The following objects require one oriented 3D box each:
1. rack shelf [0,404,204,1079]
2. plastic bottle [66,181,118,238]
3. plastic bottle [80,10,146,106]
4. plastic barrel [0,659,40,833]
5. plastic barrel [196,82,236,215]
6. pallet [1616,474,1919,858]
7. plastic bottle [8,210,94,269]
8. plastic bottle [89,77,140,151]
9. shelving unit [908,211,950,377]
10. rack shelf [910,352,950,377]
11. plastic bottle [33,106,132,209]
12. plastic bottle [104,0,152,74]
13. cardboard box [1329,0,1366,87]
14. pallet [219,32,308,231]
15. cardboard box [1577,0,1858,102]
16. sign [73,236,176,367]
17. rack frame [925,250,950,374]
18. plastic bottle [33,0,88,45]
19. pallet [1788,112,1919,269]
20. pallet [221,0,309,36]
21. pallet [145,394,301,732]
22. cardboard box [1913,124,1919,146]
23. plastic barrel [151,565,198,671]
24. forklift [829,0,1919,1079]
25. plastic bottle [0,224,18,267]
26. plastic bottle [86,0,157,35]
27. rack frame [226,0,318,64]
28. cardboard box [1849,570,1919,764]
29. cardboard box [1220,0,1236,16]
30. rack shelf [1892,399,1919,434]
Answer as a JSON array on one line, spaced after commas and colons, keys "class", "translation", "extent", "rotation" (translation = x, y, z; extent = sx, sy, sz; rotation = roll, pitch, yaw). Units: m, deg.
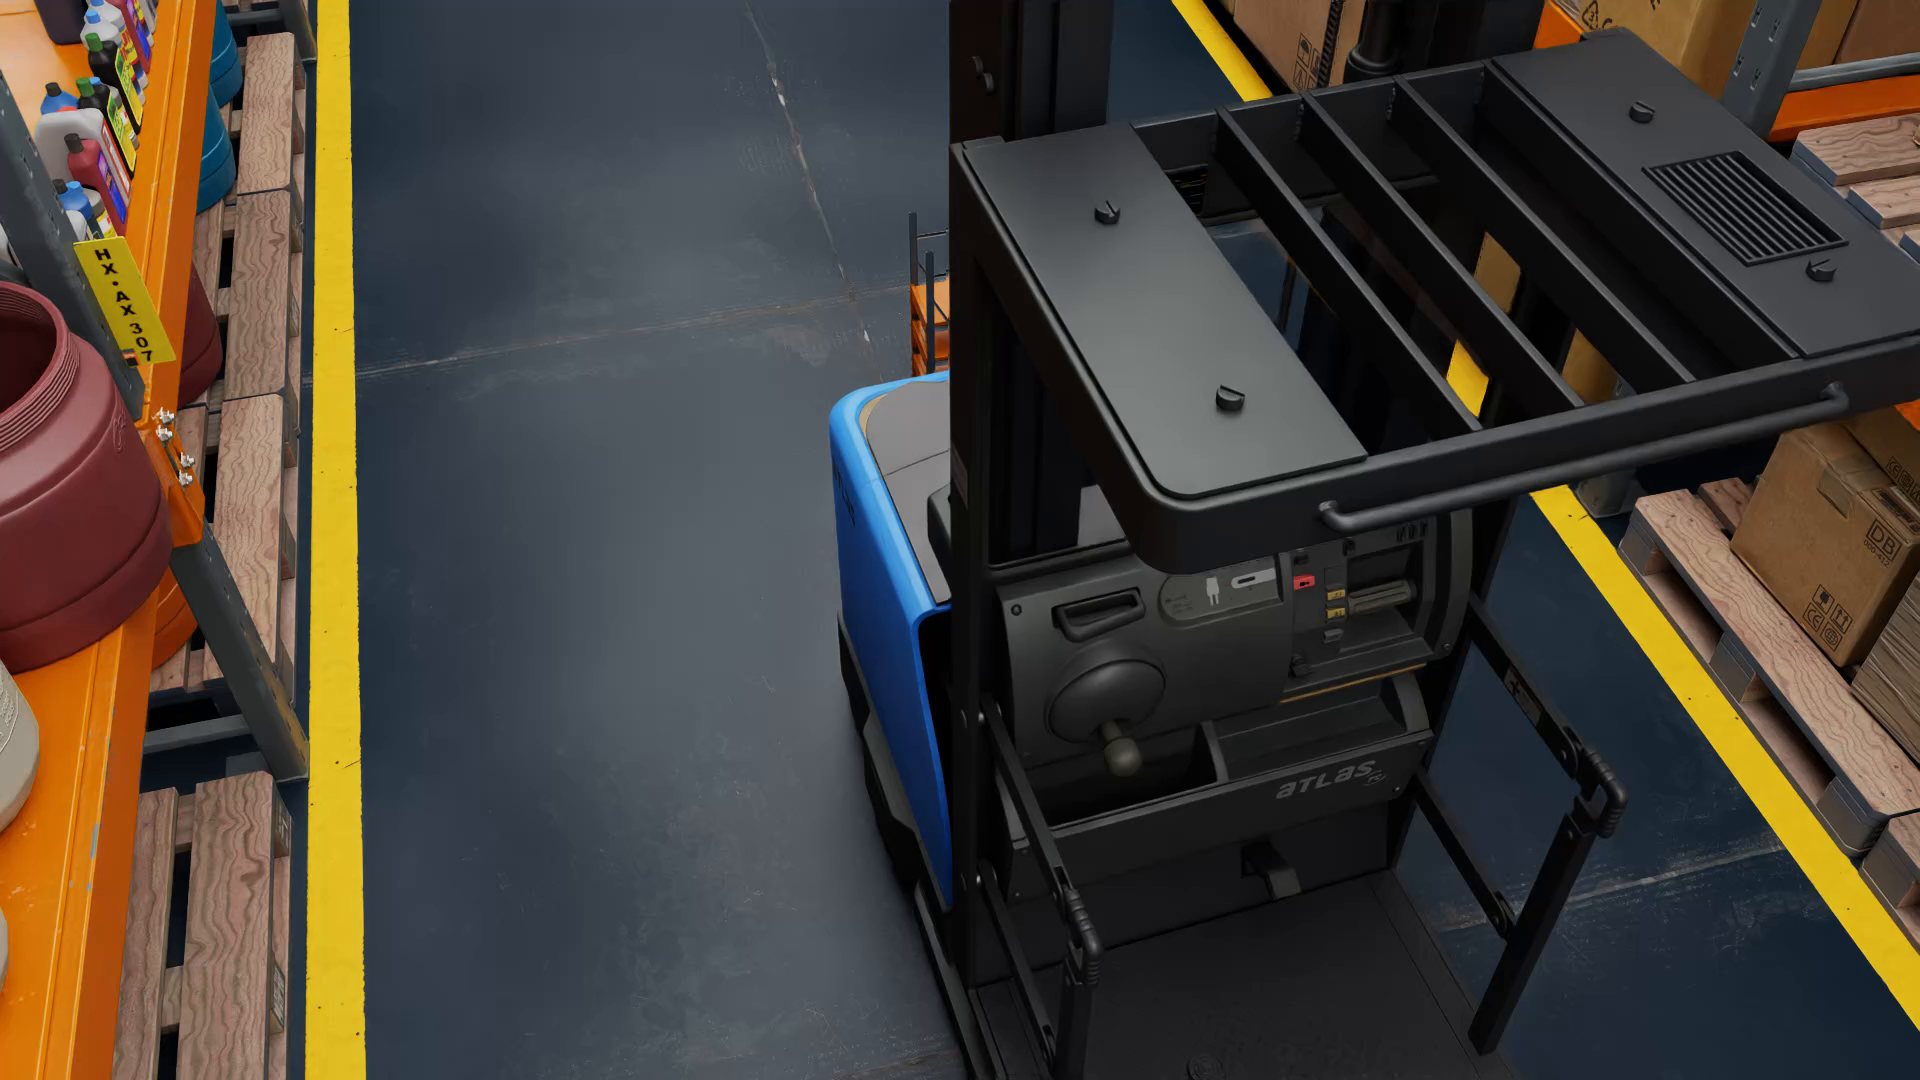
[{"class": "rack shelf", "translation": [-1.786, 1.294, 2.385], "extent": [1.077, 0.370, 4.000], "rotation": [-11, 47, -10]}, {"class": "plastic bottle", "translation": [-2.125, -0.779, 4.052], "extent": [0.097, 0.201, 0.097], "rotation": [0, 46, 0]}, {"class": "plastic bottle", "translation": [-2.311, -1.307, 4.521], "extent": [0.097, 0.271, 0.097], "rotation": [0, 46, 0]}, {"class": "plastic barrel", "translation": [-1.828, 0.294, 2.784], "extent": [0.421, 0.512, 0.421], "rotation": [0, 46, 0]}, {"class": "plastic barrel", "translation": [-3.018, -1.645, 5.937], "extent": [0.600, 0.901, 0.708], "rotation": [-11, 47, -10]}, {"class": "pallet", "translation": [2.688, 0.272, 4.836], "extent": [1.003, 0.211, 1.213], "rotation": [-11, 47, -10]}, {"class": "plastic bottle", "translation": [-2.096, -0.653, 3.877], "extent": [0.152, 0.276, 0.135], "rotation": [-11, 47, -10]}, {"class": "plastic bottle", "translation": [-2.252, -1.123, 4.390], "extent": [0.097, 0.201, 0.097], "rotation": [0, 46, 0]}, {"class": "shelving unit", "translation": [0.004, -0.410, 4.812], "extent": [0.258, 1.200, 0.189], "rotation": [-11, 47, -10]}, {"class": "rack shelf", "translation": [0.004, -0.463, 4.758], "extent": [0.258, 0.103, 0.180], "rotation": [-11, 47, -10]}, {"class": "plastic bottle", "translation": [-2.215, -0.972, 4.190], "extent": [0.152, 0.276, 0.135], "rotation": [-11, 47, -10]}, {"class": "plastic bottle", "translation": [-2.348, -1.462, 4.664], "extent": [0.061, 0.283, 0.133], "rotation": [-11, 47, -10]}, {"class": "cardboard box", "translation": [2.112, -1.745, 6.053], "extent": [1.225, 0.875, 0.875], "rotation": [-11, 47, -10]}, {"class": "pallet", "translation": [-3.165, -1.584, 6.654], "extent": [1.003, 0.211, 1.213], "rotation": [-11, 47, -10]}, {"class": "cardboard box", "translation": [2.124, -1.574, 4.623], "extent": [0.500, 0.500, 0.500], "rotation": [-9, 46, -9]}, {"class": "sign", "translation": [-1.768, -0.501, 3.527], "extent": [0.100, 0.325, 0.005], "rotation": [-11, 47, -10]}, {"class": "rack frame", "translation": [0.027, -0.347, 4.750], "extent": [0.240, 1.200, 0.006], "rotation": [-11, 47, -10]}, {"class": "plastic bottle", "translation": [-2.601, -1.627, 4.779], "extent": [0.144, 0.351, 0.185], "rotation": [-11, 47, -10]}, {"class": "pallet", "translation": [2.775, -0.704, 3.974], "extent": [1.213, 0.211, 1.003], "rotation": [-11, 47, -10]}, {"class": "pallet", "translation": [-3.548, -2.625, 7.674], "extent": [1.003, 0.211, 1.213], "rotation": [-11, 47, -10]}, {"class": "pallet", "translation": [-2.540, 0.101, 5.003], "extent": [1.003, 0.211, 1.213], "rotation": [-11, 47, -10]}, {"class": "cardboard box", "translation": [2.667, -1.061, 3.825], "extent": [0.500, 0.500, 0.500], "rotation": [-16, 48, -15]}, {"class": "plastic barrel", "translation": [-2.440, -0.061, 4.435], "extent": [0.600, 0.830, 0.708], "rotation": [-11, 47, -10]}, {"class": "forklift", "translation": [0.593, 0.261, 2.942], "extent": [1.130, 2.935, 3.031], "rotation": [-13, 47, -12]}, {"class": "plastic bottle", "translation": [-2.243, -0.625, 3.849], "extent": [0.152, 0.276, 0.135], "rotation": [-11, 47, -10]}, {"class": "plastic bottle", "translation": [-2.451, -1.610, 4.815], "extent": [0.152, 0.276, 0.135], "rotation": [-11, 47, -10]}, {"class": "rack frame", "translation": [-3.322, -3.100, 6.188], "extent": [1.000, 3.000, 0.127], "rotation": [-11, 47, -10]}, {"class": "cardboard box", "translation": [2.835, 0.316, 4.282], "extent": [0.700, 0.500, 0.500], "rotation": [-14, 47, -14]}, {"class": "cardboard box", "translation": [1.649, -2.971, 7.255], "extent": [1.225, 0.875, 0.875], "rotation": [-11, 47, -10]}, {"class": "rack shelf", "translation": [3.002, 0.389, 3.273], "extent": [1.077, 0.370, 4.000], "rotation": [-11, 47, -10]}]
